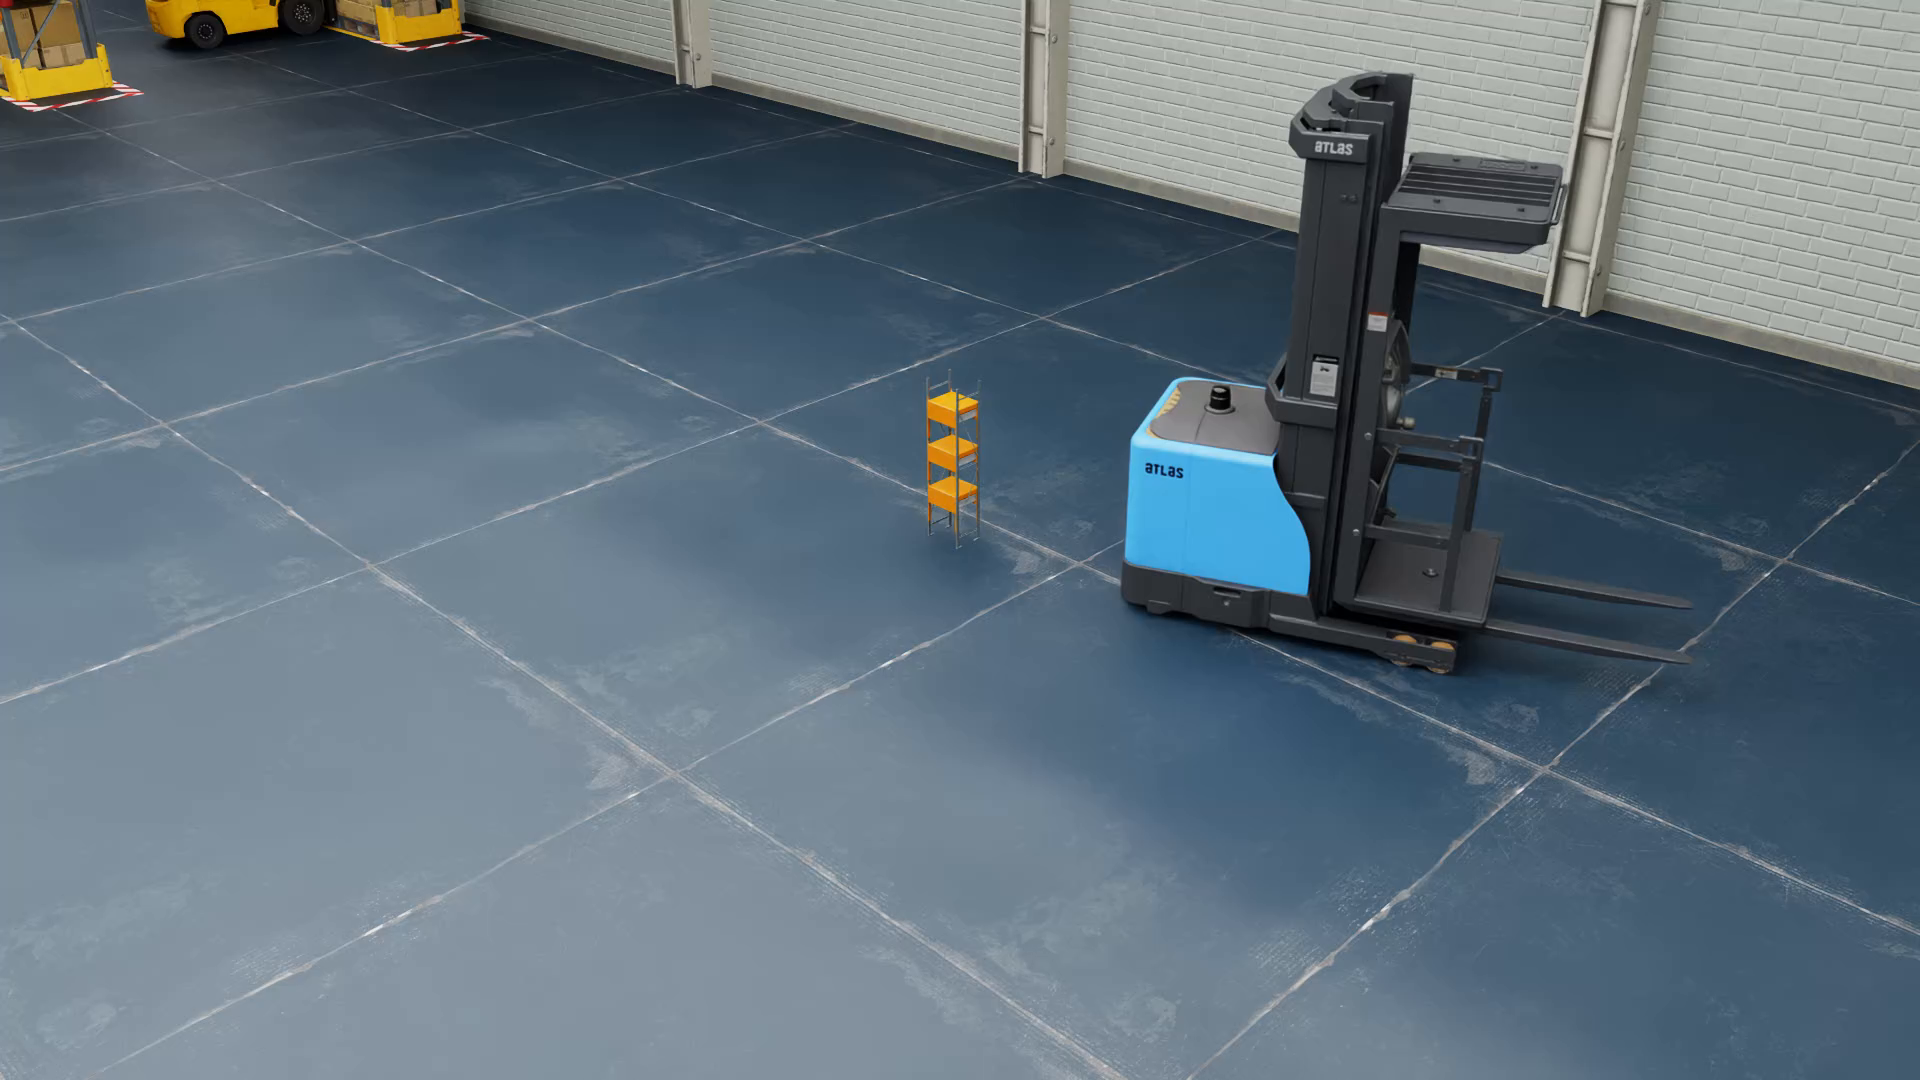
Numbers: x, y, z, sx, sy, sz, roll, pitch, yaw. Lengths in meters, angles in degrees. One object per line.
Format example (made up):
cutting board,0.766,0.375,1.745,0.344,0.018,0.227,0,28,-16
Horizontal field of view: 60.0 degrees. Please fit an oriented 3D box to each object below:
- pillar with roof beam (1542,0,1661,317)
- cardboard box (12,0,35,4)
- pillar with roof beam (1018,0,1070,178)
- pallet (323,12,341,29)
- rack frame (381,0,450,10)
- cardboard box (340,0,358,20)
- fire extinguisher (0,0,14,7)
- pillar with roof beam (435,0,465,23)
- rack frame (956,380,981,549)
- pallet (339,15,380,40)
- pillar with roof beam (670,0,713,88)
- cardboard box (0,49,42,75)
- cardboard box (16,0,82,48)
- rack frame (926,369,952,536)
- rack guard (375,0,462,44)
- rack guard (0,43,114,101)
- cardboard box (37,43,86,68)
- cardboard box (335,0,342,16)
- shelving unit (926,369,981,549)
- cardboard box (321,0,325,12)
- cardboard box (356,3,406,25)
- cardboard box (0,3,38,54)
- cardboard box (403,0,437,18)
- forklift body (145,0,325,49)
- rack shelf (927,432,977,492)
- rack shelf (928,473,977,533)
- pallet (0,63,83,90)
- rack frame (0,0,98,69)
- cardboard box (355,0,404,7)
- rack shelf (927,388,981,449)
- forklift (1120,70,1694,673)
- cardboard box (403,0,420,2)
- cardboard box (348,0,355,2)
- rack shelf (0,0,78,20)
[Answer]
pillar with roof beam,2.127,-4.511,9.159,0.400,9.000,9.100,25,36,38
cardboard box,-12.077,-6.815,21.685,0.500,0.500,0.500,23,35,37
pillar with roof beam,-2.151,-6.468,12.882,0.400,9.000,9.100,25,36,38
pallet,-9.266,-8.030,25.295,1.213,0.211,1.003,25,36,38
rack frame,-7.825,-8.631,23.441,0.127,3.000,1.000,25,36,38
cardboard box,-8.730,-7.814,24.390,0.500,0.250,0.500,25,36,38
fire extinguisher,-11.544,-6.758,19.962,0.183,0.674,0.296,25,36,38
pillar with roof beam,-10.708,-10.384,20.329,0.400,9.000,9.100,25,36,38
rack frame,0.049,-0.442,9.963,0.008,1.050,0.200,25,36,38
pallet,-8.400,-7.632,24.538,1.213,0.211,1.003,25,36,38
pillar with roof beam,-6.430,-8.426,16.606,0.400,9.000,9.100,25,36,38
cardboard box,-12.085,-6.134,21.195,0.500,0.250,0.500,24,36,38
cardboard box,-11.701,-6.646,21.363,0.500,0.500,0.500,23,36,37
rack frame,-0.125,-0.522,10.115,0.008,1.050,0.200,25,36,38
rack guard,-7.808,-7.517,24.008,0.348,0.500,1.175,25,36,38
rack guard,-11.357,-5.901,20.935,0.348,0.500,1.175,25,36,38
cardboard box,-11.684,-6.306,21.523,0.500,0.250,0.500,24,36,38
cardboard box,-9.080,-7.980,24.706,0.500,0.250,0.500,-25,37,-39
shelving unit,-0.038,-0.482,10.039,0.252,1.050,0.215,25,36,38
cardboard box,-9.466,-8.142,25.014,0.500,0.250,0.500,-24,36,-38
cardboard box,-8.382,-7.648,24.076,0.500,0.250,0.500,25,37,39
cardboard box,-12.057,-6.458,21.006,0.500,0.500,0.500,25,37,39
cardboard box,-8.038,-7.825,24.412,0.500,0.250,0.500,25,37,39
forklift body,-10.456,-8.269,23.664,1.214,2.155,2.313,25,36,38
rack shelf,-0.038,-0.473,10.044,0.240,0.259,0.215,25,36,38
rack shelf,-0.038,-0.227,10.173,0.240,0.259,0.215,25,36,38
pallet,-11.911,-6.050,21.529,1.213,0.211,1.003,25,36,38
rack frame,-11.303,-6.982,20.306,0.127,3.000,1.000,25,36,38
cardboard box,-8.391,-7.876,23.972,0.500,0.250,0.500,24,36,38
rack shelf,-0.038,-0.724,9.912,0.240,0.259,0.215,25,36,38
forklift,2.488,-0.865,8.746,3.031,2.935,1.130,10,29,19
cardboard box,-8.015,-8.043,24.290,0.500,0.250,0.500,-25,36,-38
cardboard box,-8.742,-8.043,24.290,0.500,0.250,0.500,24,36,38
rack shelf,-12.729,-7.317,21.715,4.000,0.370,1.077,25,36,38
